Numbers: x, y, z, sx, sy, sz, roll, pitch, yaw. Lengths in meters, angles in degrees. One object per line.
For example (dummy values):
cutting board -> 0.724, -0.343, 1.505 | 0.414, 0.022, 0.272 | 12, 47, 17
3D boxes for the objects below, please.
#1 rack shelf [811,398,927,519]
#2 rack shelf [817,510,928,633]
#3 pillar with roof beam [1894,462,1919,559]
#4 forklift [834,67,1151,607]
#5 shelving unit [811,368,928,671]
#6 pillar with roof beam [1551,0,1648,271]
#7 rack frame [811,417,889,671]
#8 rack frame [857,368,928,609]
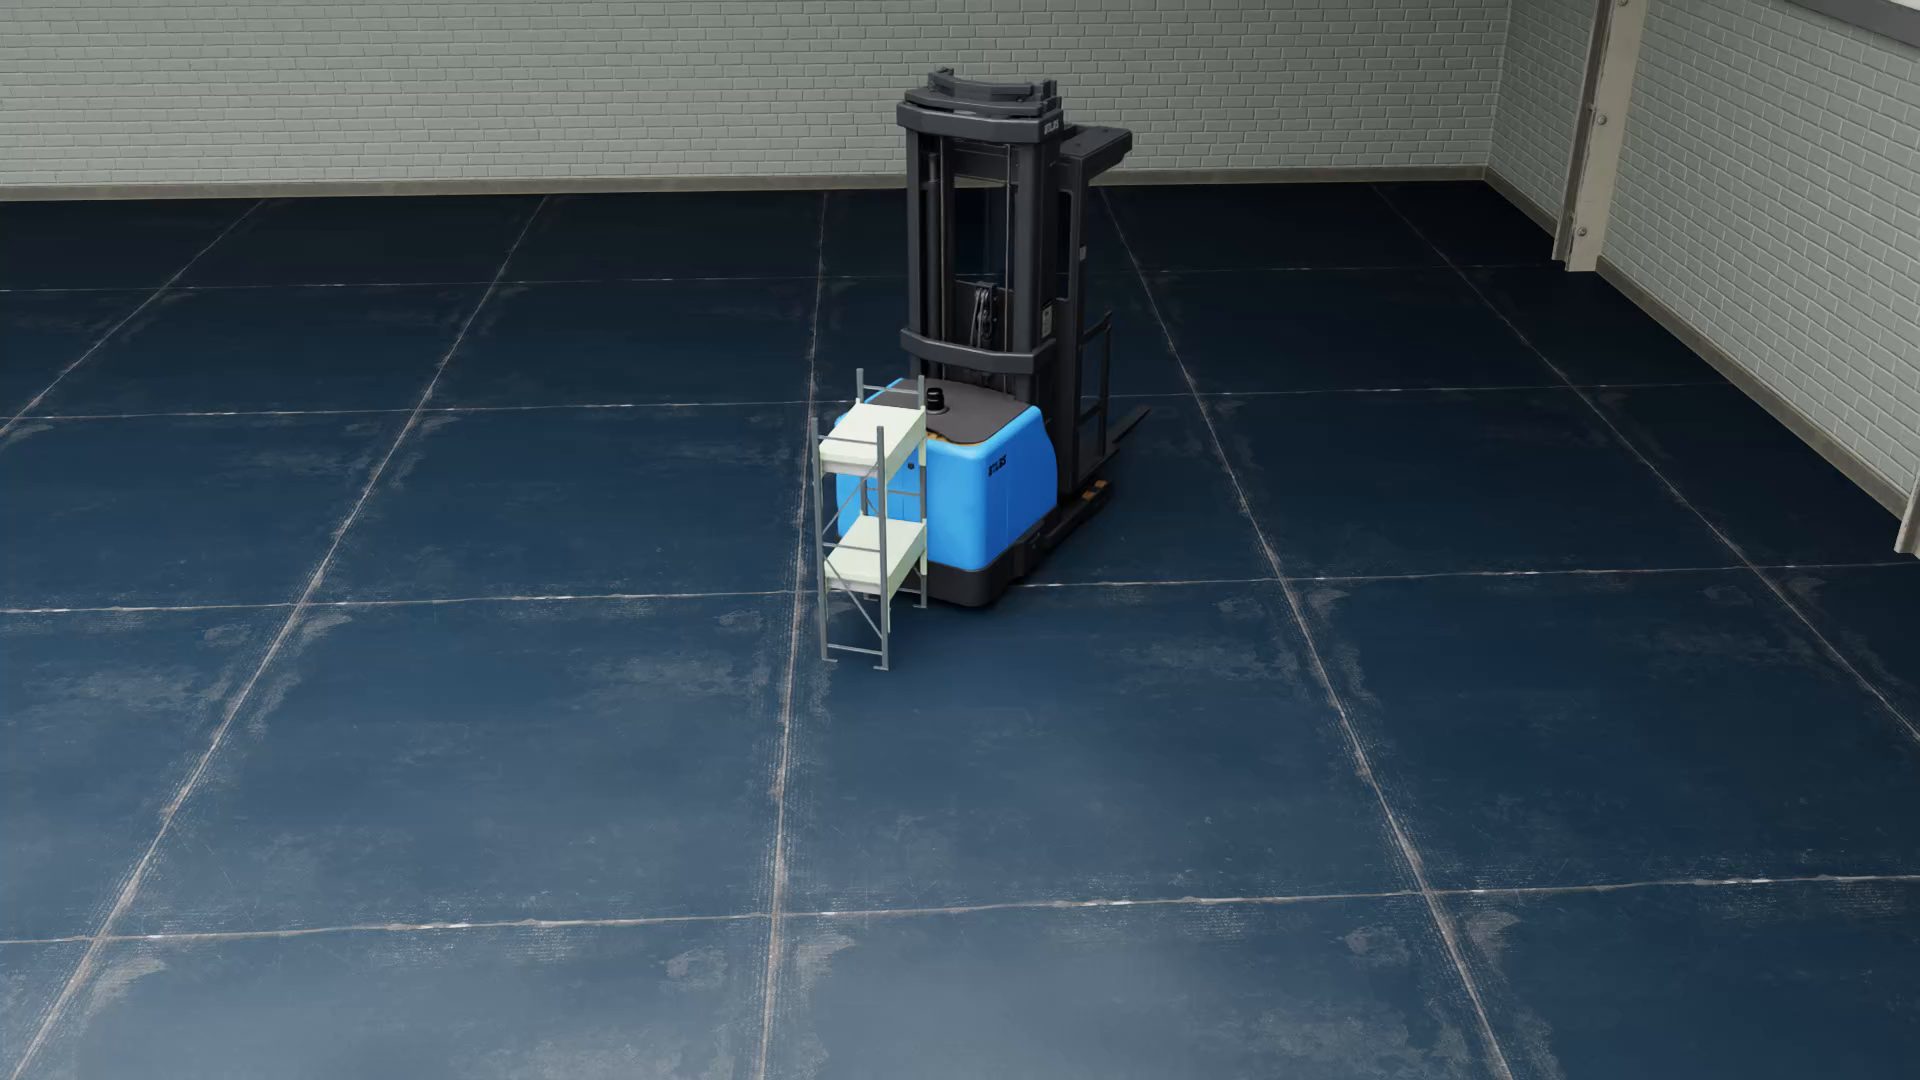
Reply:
rack shelf -> -0.493, -0.463, 9.234 | 0.431, 0.370, 0.720 | 8, 29, 14
rack shelf -> -0.493, 0.172, 9.565 | 0.431, 0.370, 0.720 | 8, 29, 14
pillar with roof beam -> 1.873, -3.742, 8.255 | 9.100, 9.000, 0.400 | -1, 28, -3
forklift -> 0.386, -1.551, 10.617 | 1.130, 2.935, 3.031 | 14, 31, 25
shelving unit -> -0.493, -0.117, 9.414 | 0.431, 1.500, 0.755 | 8, 29, 14
pillar with roof beam -> 1.559, -6.513, 13.568 | 9.100, 9.000, 0.400 | -1, 28, -3
rack frame -> -0.595, 0.046, 9.103 | 0.400, 1.500, 0.023 | 8, 29, 14
rack frame -> -0.391, -0.279, 9.726 | 0.400, 1.500, 0.023 | 8, 29, 14
